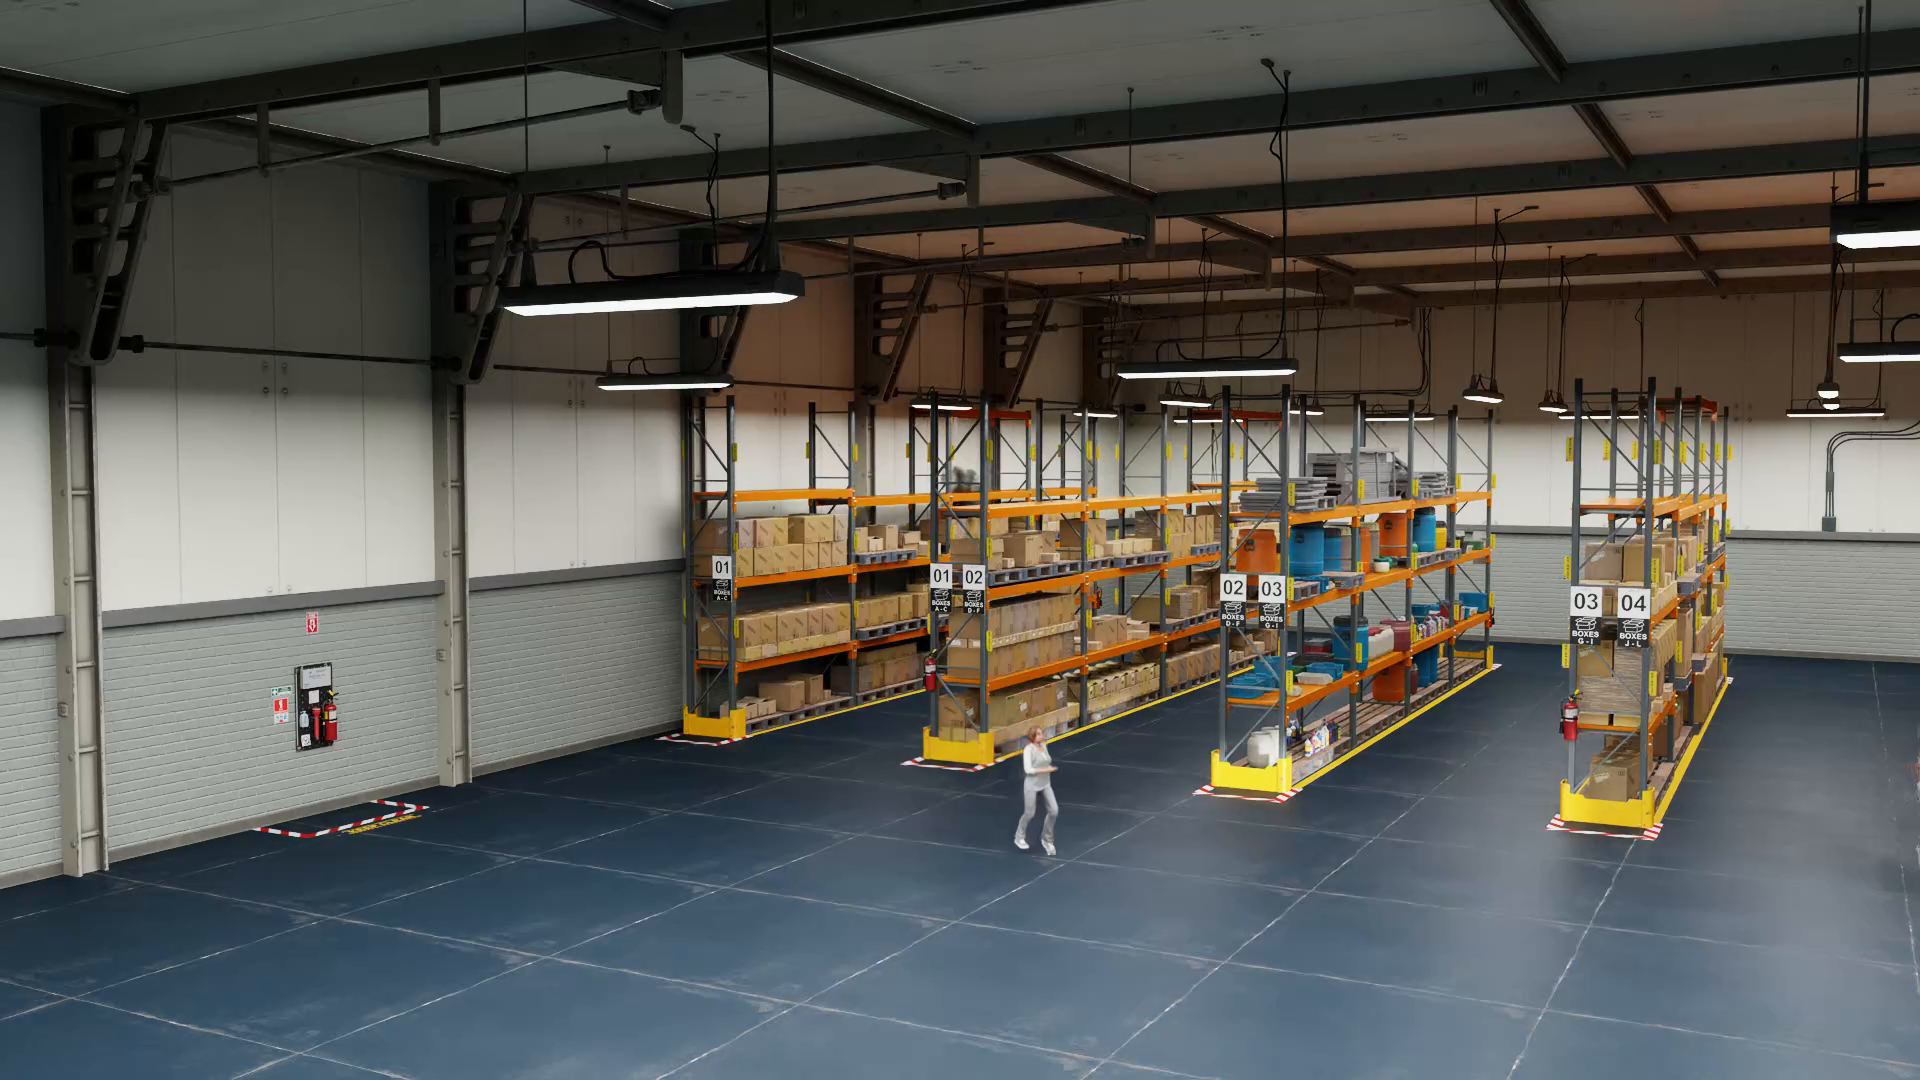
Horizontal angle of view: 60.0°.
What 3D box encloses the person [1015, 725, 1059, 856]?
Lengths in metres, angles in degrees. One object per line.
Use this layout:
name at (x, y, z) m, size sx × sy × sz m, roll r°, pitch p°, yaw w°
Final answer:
person at (0.969, 3.116, 20.676) m, size 0.520 × 1.643 × 0.699 m, roll -2°, pitch 4°, yaw -39°
